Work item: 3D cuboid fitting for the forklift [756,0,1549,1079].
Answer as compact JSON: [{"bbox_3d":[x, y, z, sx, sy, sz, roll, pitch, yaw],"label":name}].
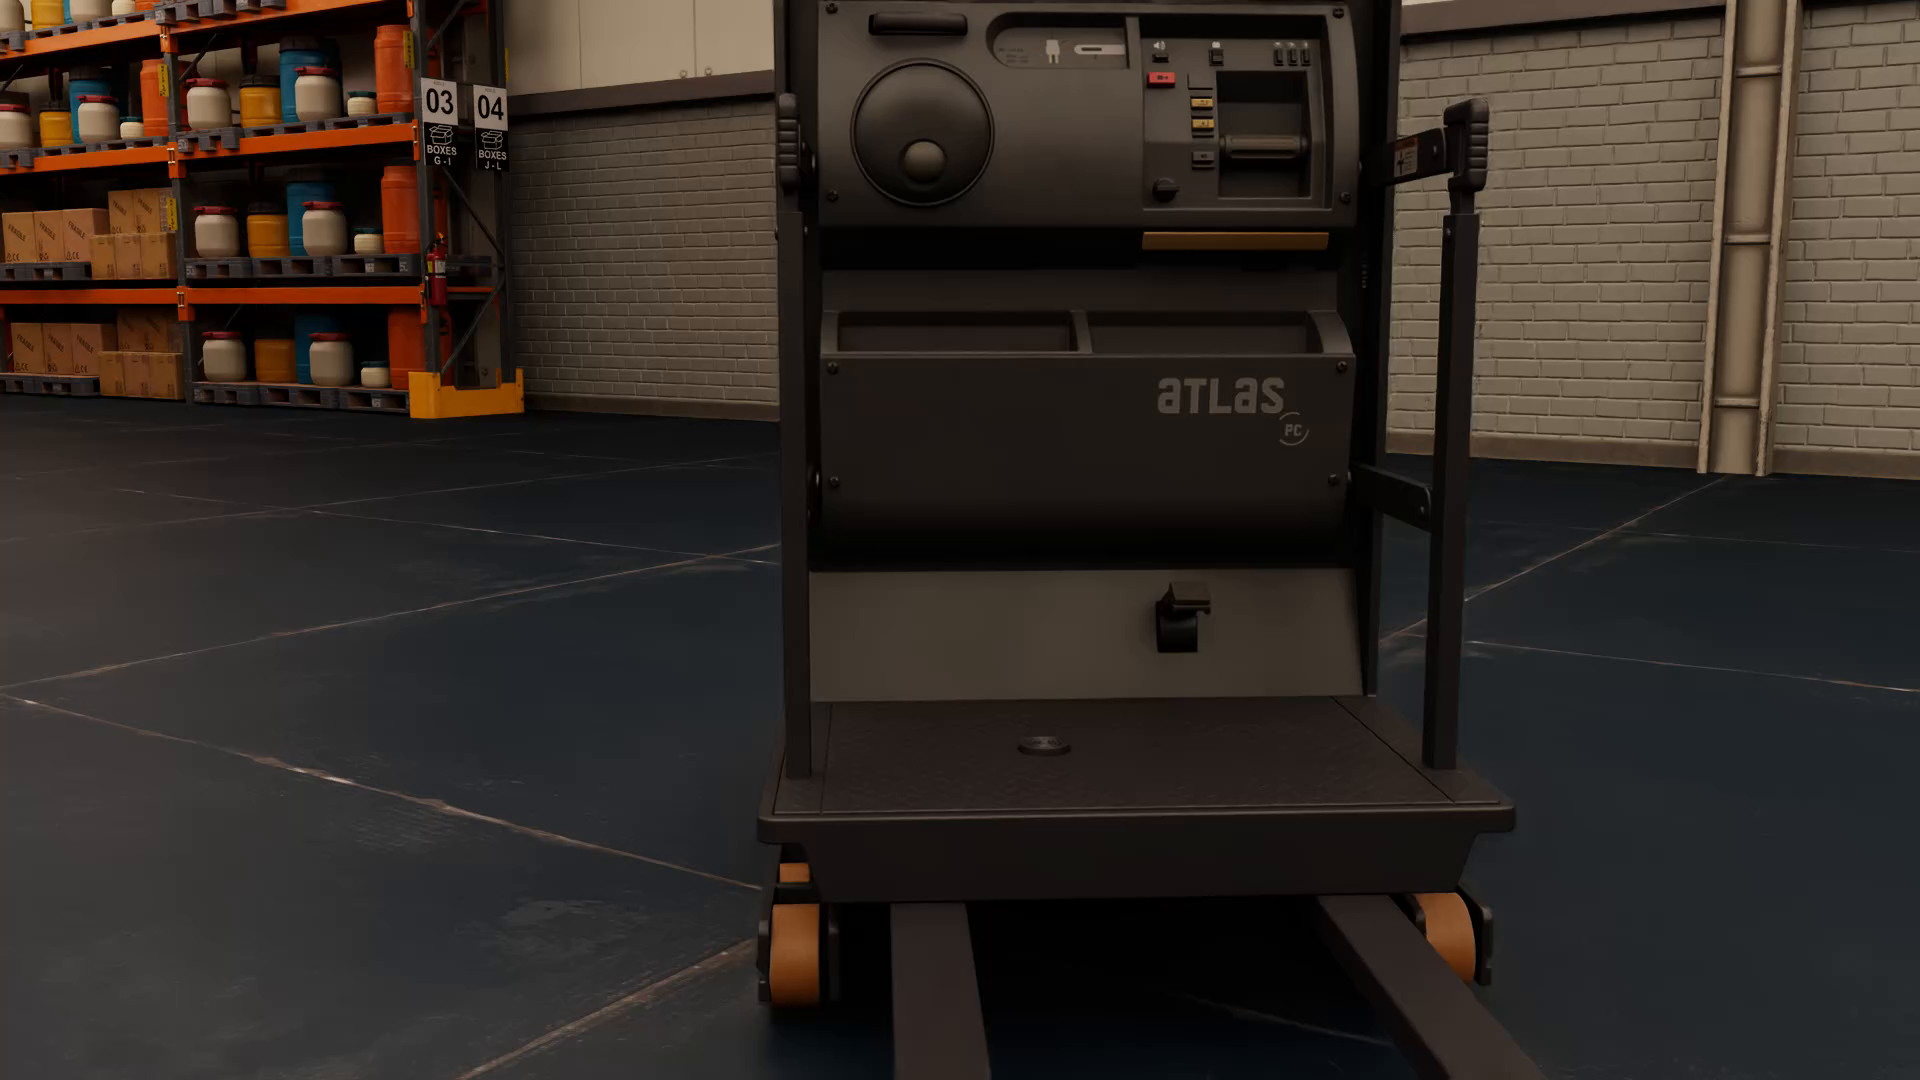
[{"bbox_3d":[0.234,-0.778,2.661,1.130,2.935,3.031,0,8,-3],"label":"forklift"}]
